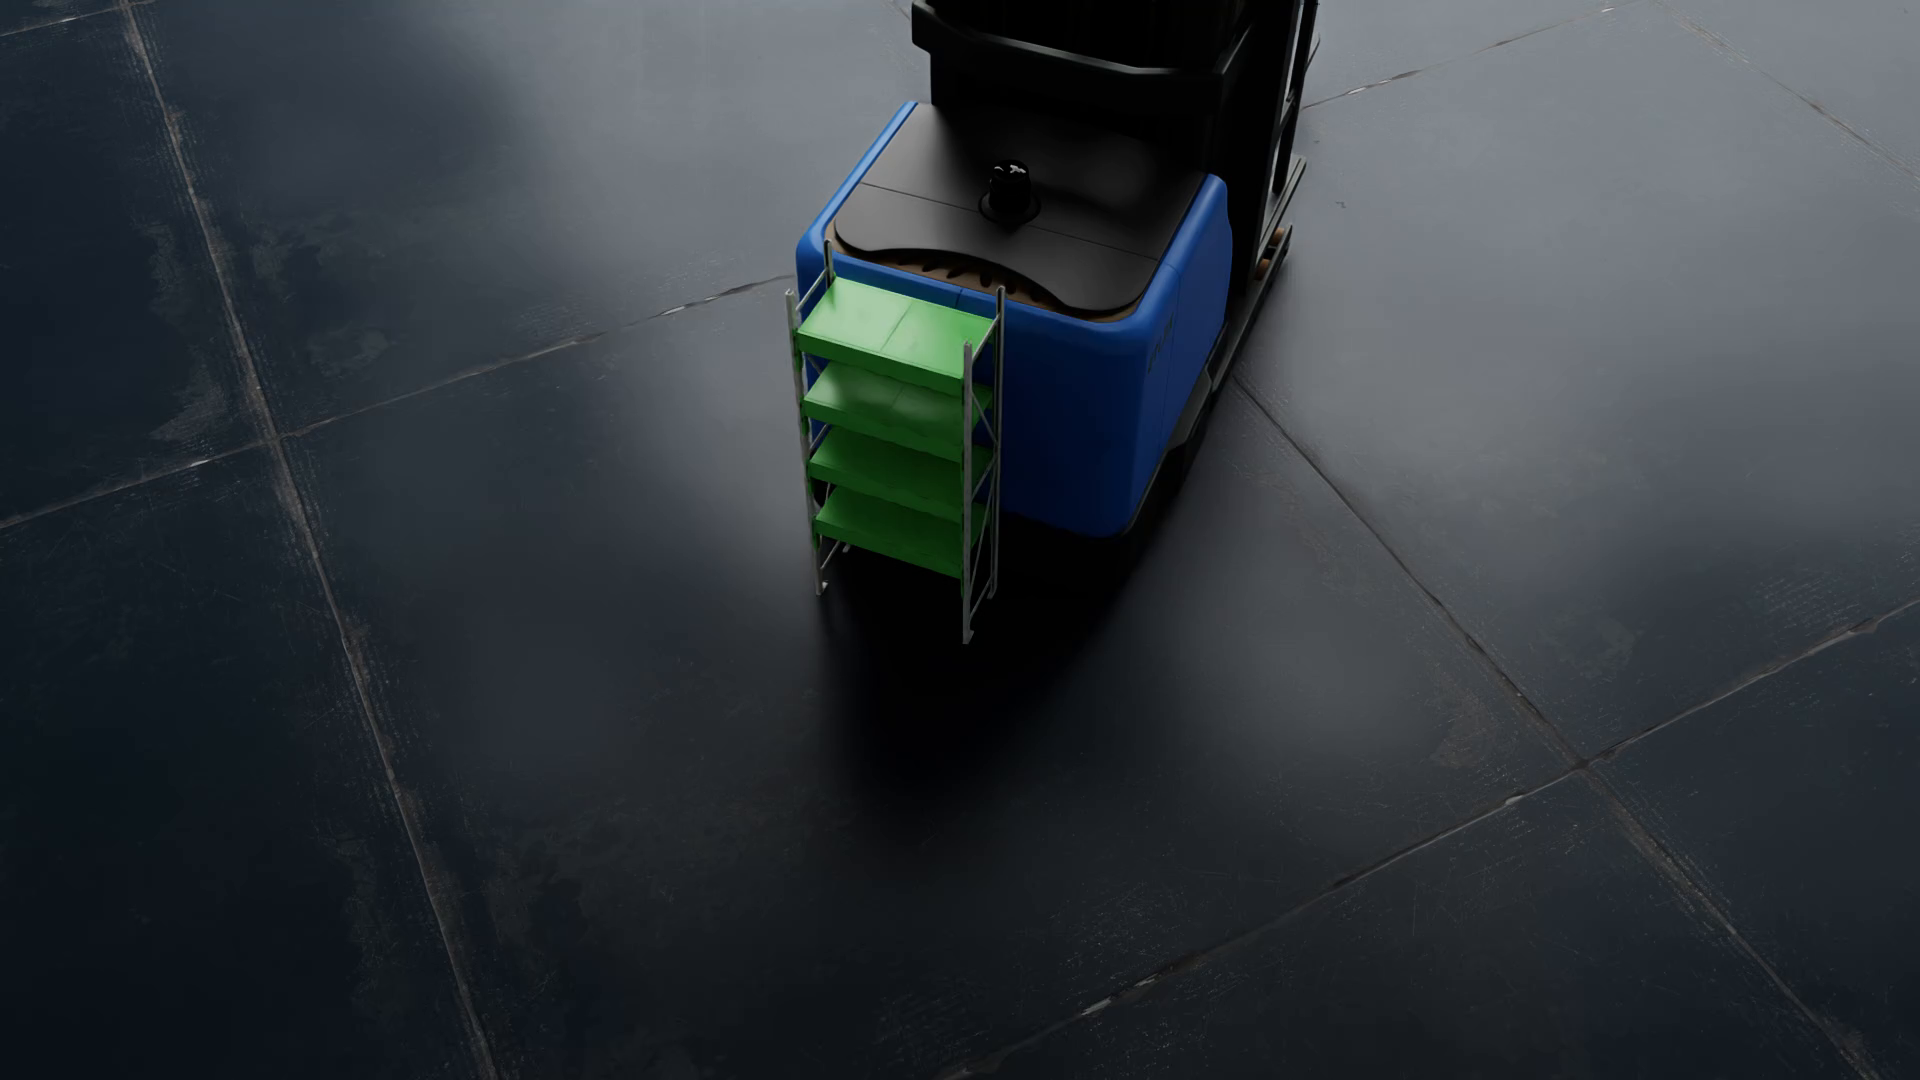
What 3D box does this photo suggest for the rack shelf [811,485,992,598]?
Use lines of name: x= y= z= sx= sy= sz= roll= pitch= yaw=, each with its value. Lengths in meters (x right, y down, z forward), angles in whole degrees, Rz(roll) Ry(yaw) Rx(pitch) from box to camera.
rack shelf: x=-0.164 y=-0.036 z=4.888 sx=0.480 sy=0.148 sz=0.258 roll=17 pitch=51 yaw=15

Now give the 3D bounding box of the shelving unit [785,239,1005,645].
shelving unit: x=-0.164 y=-0.236 z=4.660 sx=0.503 sy=1.200 sz=0.258 roll=17 pitch=51 yaw=15

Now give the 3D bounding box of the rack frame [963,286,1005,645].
rack frame: x=0.062 y=-0.166 z=4.598 sx=0.015 sy=1.200 sz=0.240 roll=17 pitch=51 yaw=15

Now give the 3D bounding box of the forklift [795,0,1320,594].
forklift: x=0.567 y=-1.933 z=4.994 sx=1.130 sy=2.935 sz=3.031 roll=17 pitch=51 yaw=15

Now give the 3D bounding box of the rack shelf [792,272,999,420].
rack shelf: x=-0.164 y=-0.510 z=4.346 sx=0.480 sy=0.148 sz=0.258 roll=17 pitch=51 yaw=15

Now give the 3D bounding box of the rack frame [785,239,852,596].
rack frame: x=-0.389 y=-0.307 z=4.722 sx=0.015 sy=1.200 sz=0.240 roll=17 pitch=51 yaw=15

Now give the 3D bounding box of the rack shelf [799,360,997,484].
rack shelf: x=-0.164 y=-0.352 z=4.527 sx=0.480 sy=0.148 sz=0.258 roll=17 pitch=51 yaw=15

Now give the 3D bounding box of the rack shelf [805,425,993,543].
rack shelf: x=-0.164 y=-0.194 z=4.708 sx=0.480 sy=0.148 sz=0.258 roll=17 pitch=51 yaw=15
